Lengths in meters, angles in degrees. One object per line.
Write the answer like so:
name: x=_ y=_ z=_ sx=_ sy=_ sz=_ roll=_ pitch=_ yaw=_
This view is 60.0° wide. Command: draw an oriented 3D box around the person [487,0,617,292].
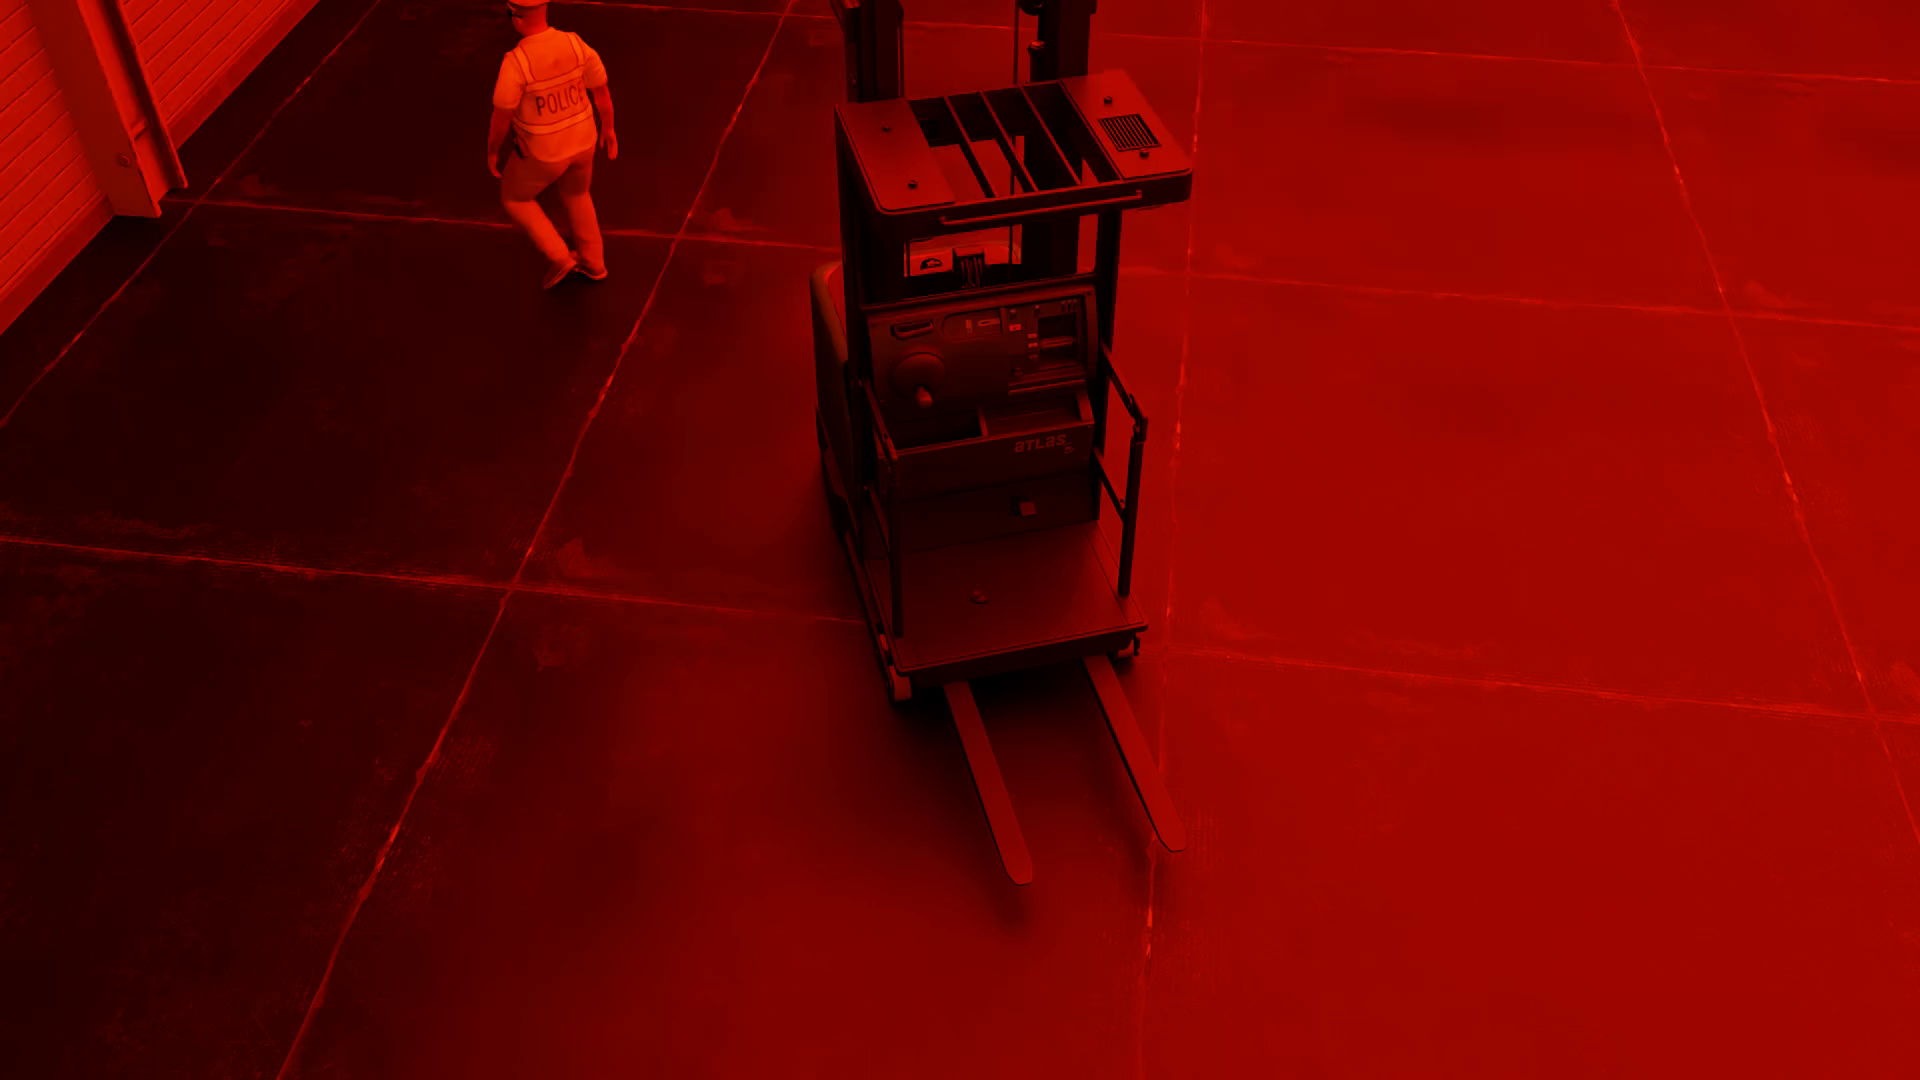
person: x=-2.216 y=-2.150 z=8.953 sx=0.477 sy=1.732 sz=0.699 roll=33 pitch=52 yaw=31

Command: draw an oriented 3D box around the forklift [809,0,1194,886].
forklift: x=0.153 y=-0.681 z=6.465 sx=1.130 sy=2.935 sz=3.031 roll=-10 pitch=44 yaw=-11
